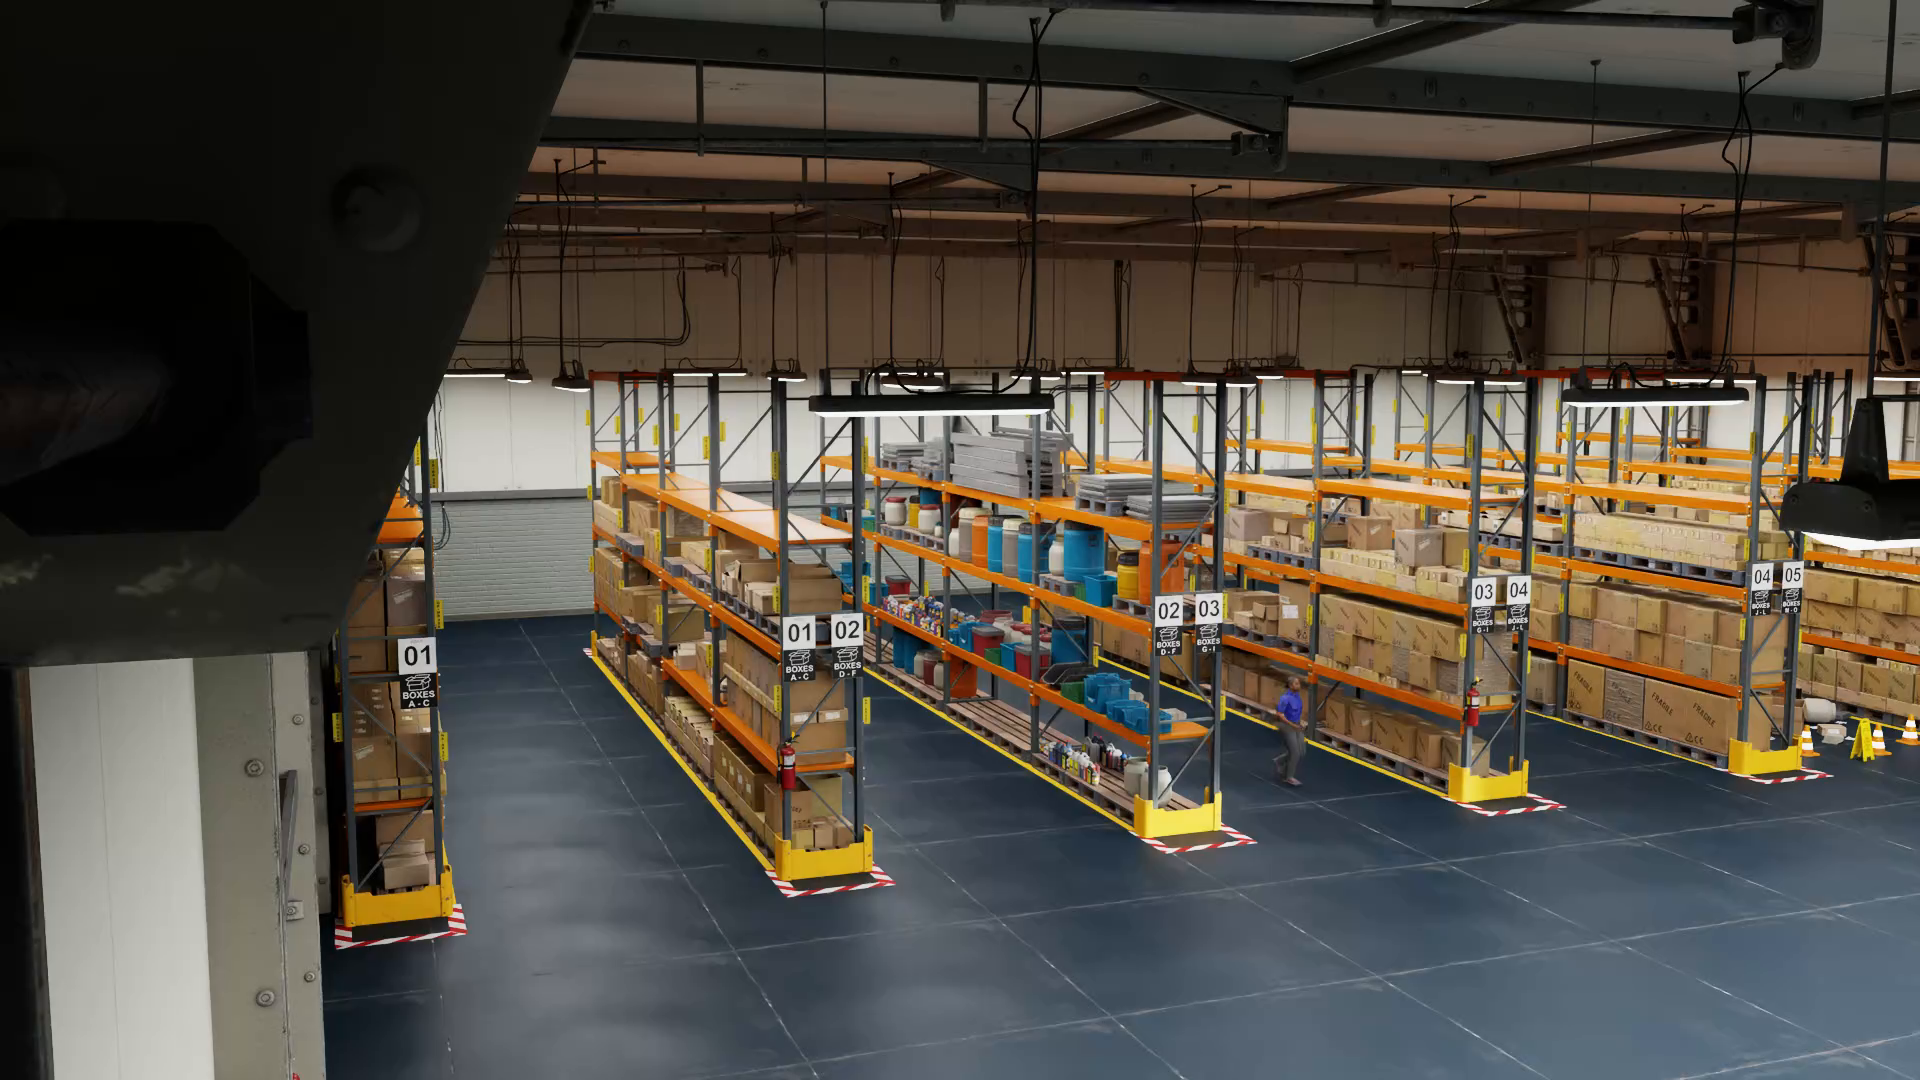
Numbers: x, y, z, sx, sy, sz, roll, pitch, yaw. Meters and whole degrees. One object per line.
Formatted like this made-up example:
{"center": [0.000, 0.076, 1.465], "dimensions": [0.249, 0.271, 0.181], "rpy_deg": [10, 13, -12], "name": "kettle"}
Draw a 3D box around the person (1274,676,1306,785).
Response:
{"center": [4.852, 2.842, 24.536], "dimensions": [0.539, 1.536, 0.583], "rpy_deg": [6, 8, 41], "name": "person"}
